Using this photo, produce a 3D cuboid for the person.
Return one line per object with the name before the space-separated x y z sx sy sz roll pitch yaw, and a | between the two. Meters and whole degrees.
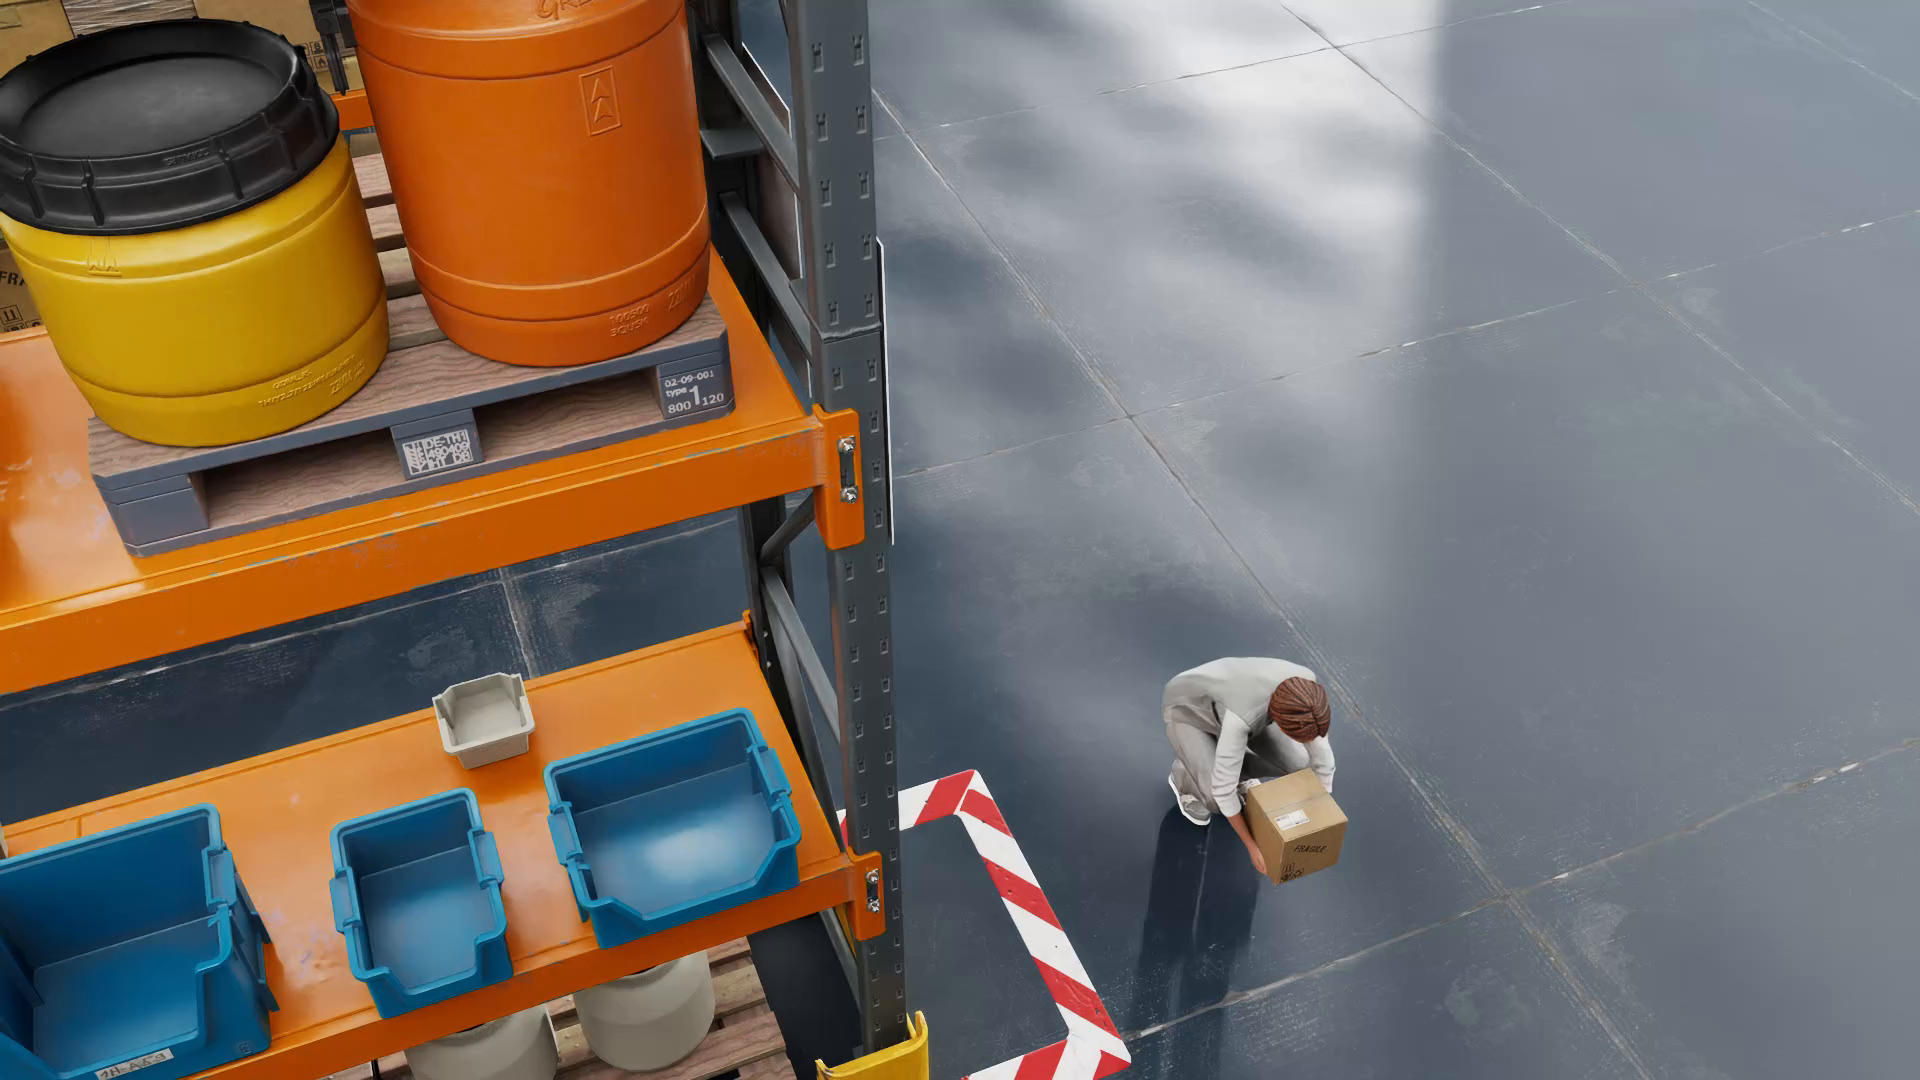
person | 1.027 0.710 5.928 0.467 0.879 0.797 -15 45 -16
